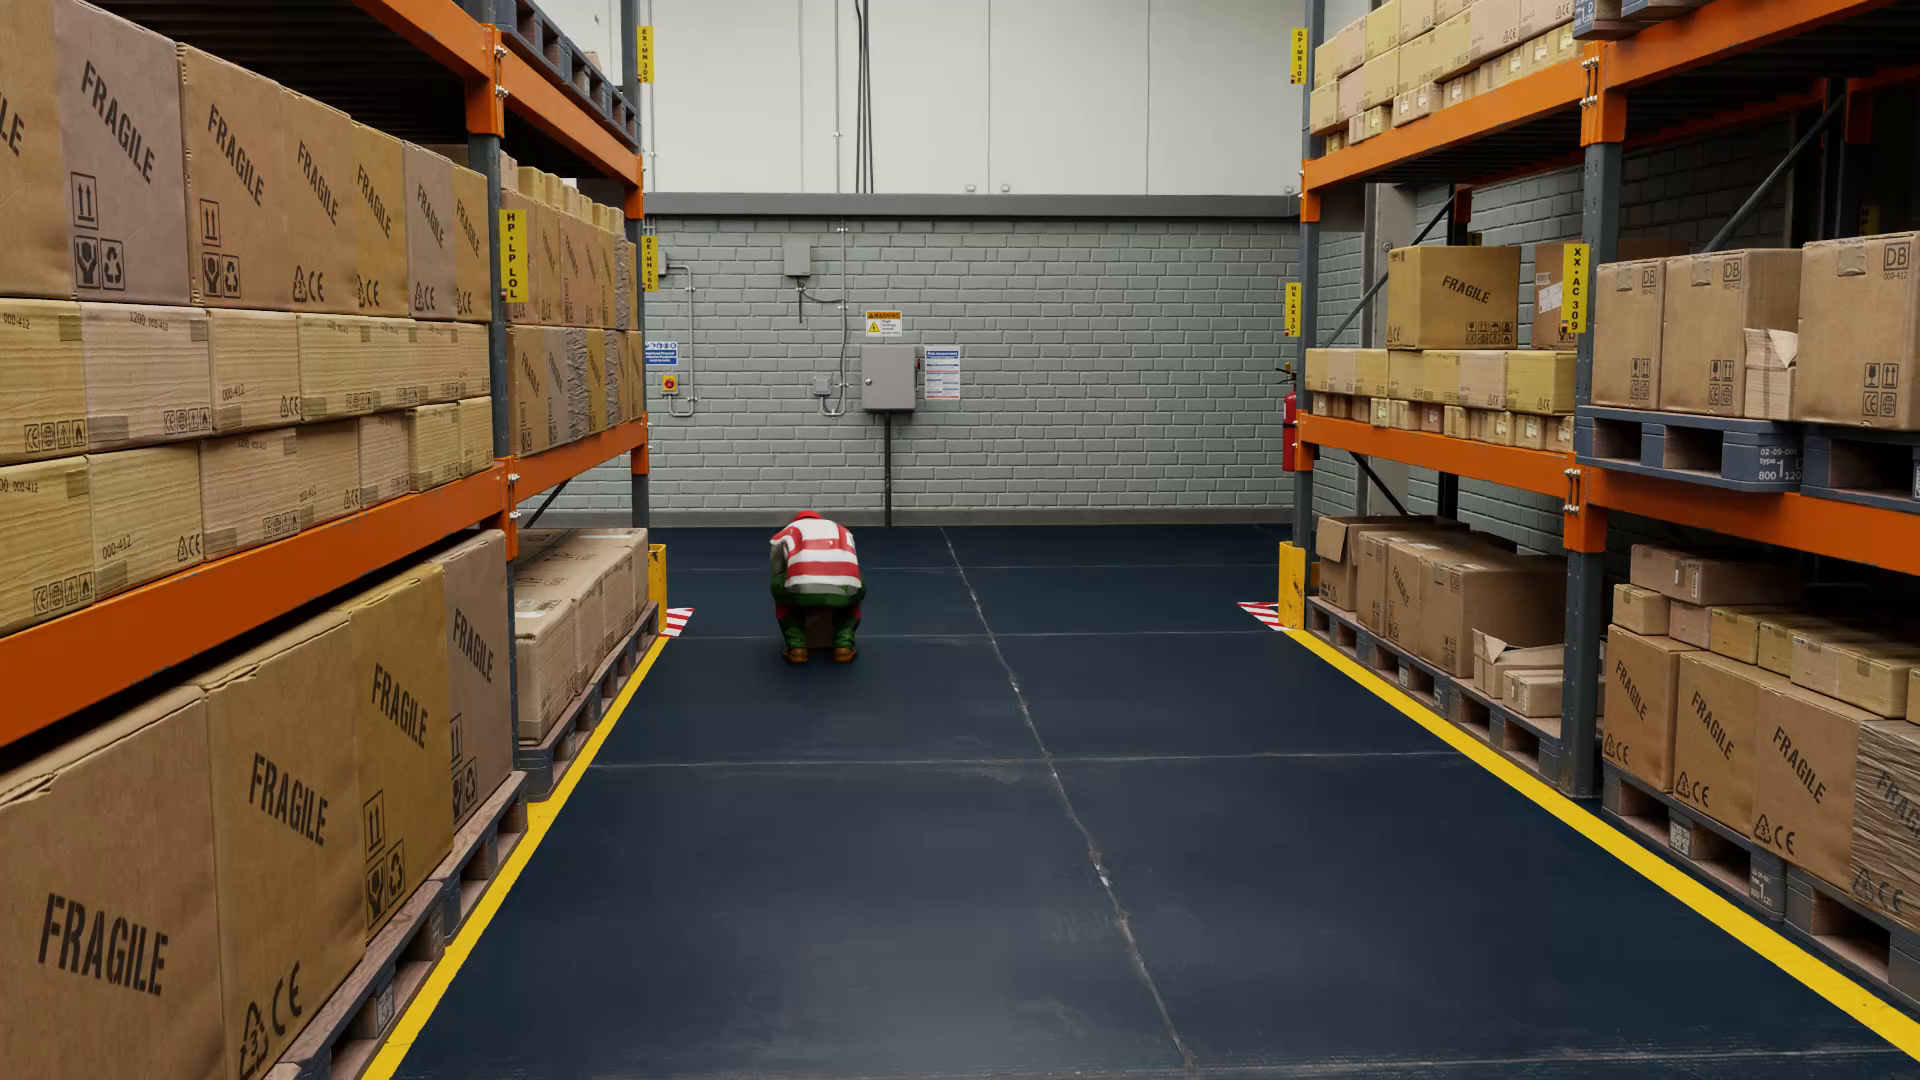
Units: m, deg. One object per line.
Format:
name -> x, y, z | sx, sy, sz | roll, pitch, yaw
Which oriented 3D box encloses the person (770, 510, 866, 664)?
person -> -0.795, 0.288, 9.303 | 0.532, 0.844, 0.938 | -1, 7, -7
